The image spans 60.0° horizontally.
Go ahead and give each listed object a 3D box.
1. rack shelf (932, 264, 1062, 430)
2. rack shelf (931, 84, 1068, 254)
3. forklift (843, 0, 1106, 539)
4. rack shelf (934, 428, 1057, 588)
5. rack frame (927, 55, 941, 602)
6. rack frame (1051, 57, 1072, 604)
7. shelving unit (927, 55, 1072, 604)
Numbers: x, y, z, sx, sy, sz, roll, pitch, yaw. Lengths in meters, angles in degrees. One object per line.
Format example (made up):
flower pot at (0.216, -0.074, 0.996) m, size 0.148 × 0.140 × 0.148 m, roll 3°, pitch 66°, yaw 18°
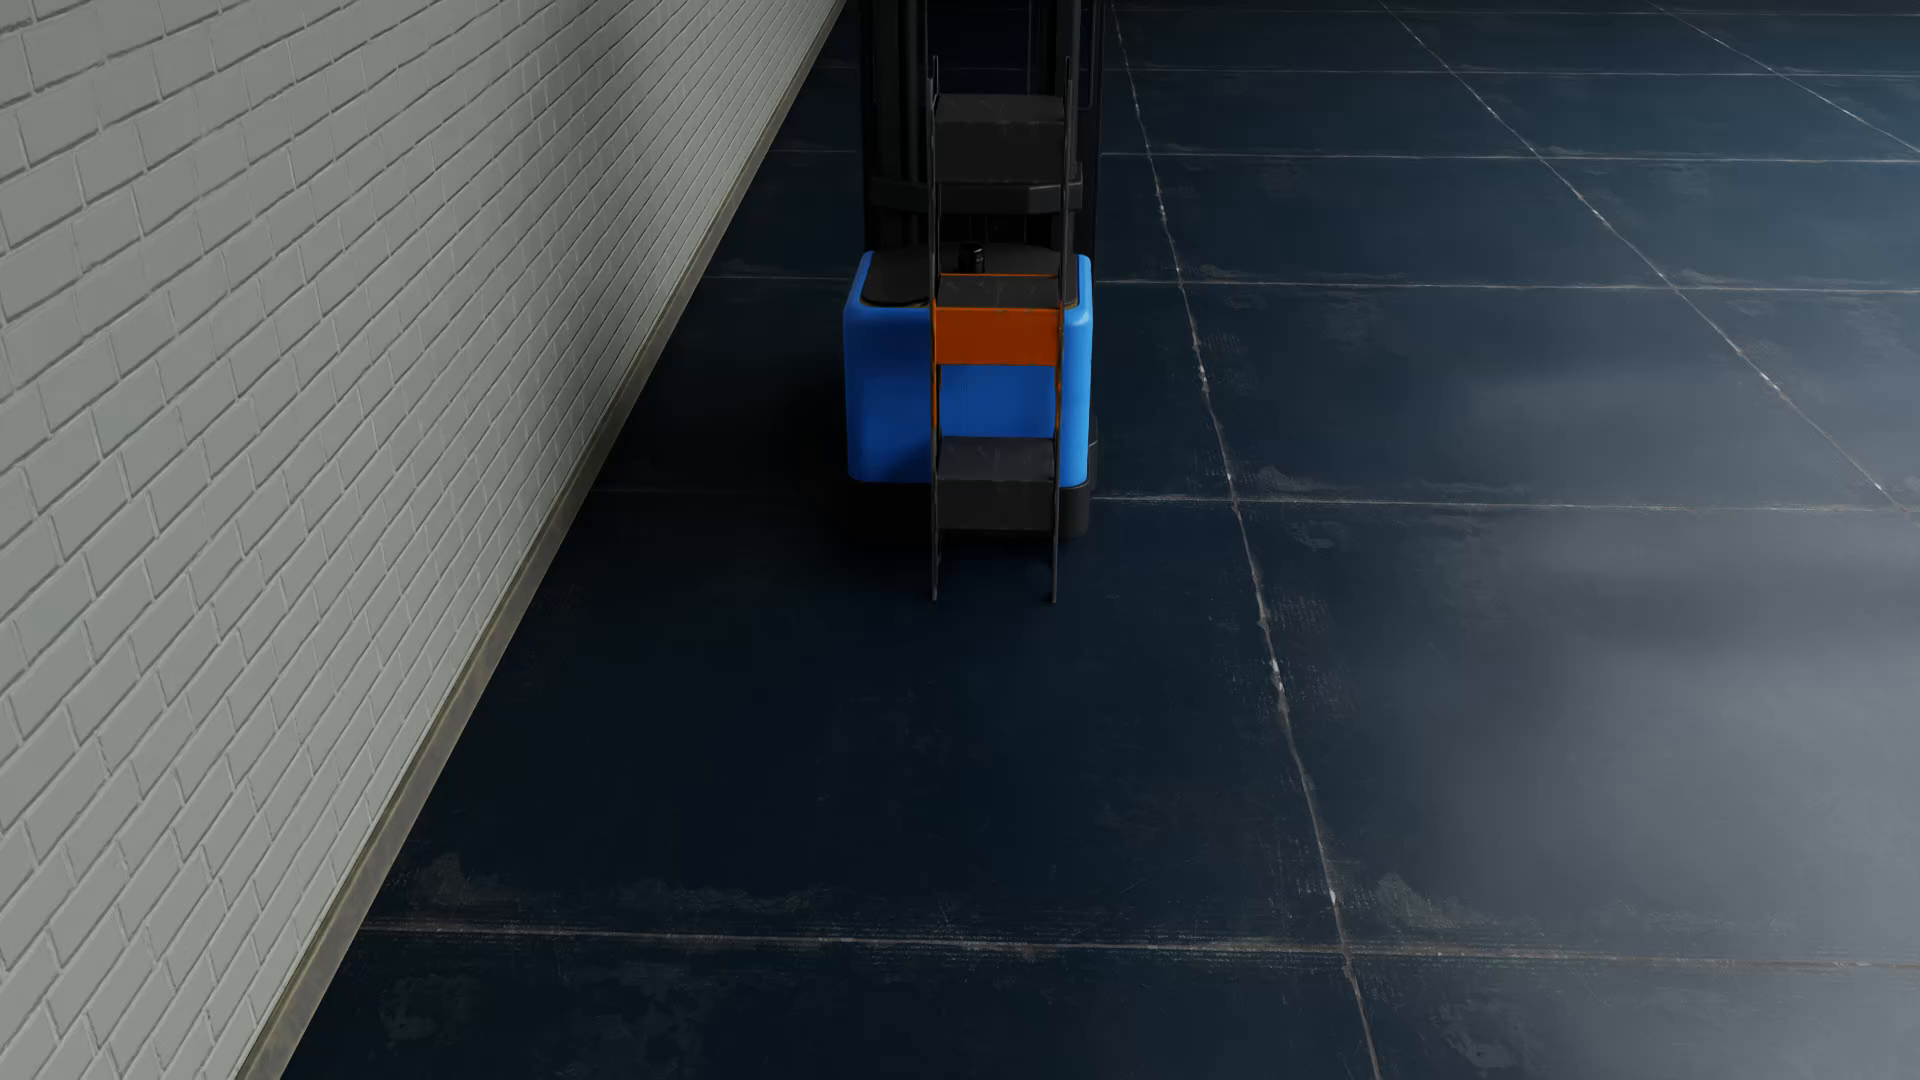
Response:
rack shelf at (0.146, -0.752, 6.456) m, size 0.480 × 0.518 × 0.431 m, roll 1°, pitch 28°, yaw 2°
rack shelf at (0.146, -1.371, 6.129) m, size 0.480 × 0.518 × 0.431 m, roll 1°, pitch 28°, yaw 2°
forklift at (0.110, -1.956, 7.810) m, size 1.130 × 2.935 × 3.031 m, roll 2°, pitch 28°, yaw 3°
rack shelf at (0.146, -0.134, 6.784) m, size 0.480 × 0.518 × 0.431 m, roll 1°, pitch 28°, yaw 2°
rack frame at (-0.098, -0.769, 6.459) m, size 0.015 × 2.100 × 0.400 m, roll 1°, pitch 28°, yaw 2°
rack frame at (0.390, -0.760, 6.441) m, size 0.015 × 2.100 × 0.400 m, roll 1°, pitch 28°, yaw 2°
shelving unit at (0.146, -0.764, 6.450) m, size 0.503 × 2.100 × 0.431 m, roll 1°, pitch 28°, yaw 2°
